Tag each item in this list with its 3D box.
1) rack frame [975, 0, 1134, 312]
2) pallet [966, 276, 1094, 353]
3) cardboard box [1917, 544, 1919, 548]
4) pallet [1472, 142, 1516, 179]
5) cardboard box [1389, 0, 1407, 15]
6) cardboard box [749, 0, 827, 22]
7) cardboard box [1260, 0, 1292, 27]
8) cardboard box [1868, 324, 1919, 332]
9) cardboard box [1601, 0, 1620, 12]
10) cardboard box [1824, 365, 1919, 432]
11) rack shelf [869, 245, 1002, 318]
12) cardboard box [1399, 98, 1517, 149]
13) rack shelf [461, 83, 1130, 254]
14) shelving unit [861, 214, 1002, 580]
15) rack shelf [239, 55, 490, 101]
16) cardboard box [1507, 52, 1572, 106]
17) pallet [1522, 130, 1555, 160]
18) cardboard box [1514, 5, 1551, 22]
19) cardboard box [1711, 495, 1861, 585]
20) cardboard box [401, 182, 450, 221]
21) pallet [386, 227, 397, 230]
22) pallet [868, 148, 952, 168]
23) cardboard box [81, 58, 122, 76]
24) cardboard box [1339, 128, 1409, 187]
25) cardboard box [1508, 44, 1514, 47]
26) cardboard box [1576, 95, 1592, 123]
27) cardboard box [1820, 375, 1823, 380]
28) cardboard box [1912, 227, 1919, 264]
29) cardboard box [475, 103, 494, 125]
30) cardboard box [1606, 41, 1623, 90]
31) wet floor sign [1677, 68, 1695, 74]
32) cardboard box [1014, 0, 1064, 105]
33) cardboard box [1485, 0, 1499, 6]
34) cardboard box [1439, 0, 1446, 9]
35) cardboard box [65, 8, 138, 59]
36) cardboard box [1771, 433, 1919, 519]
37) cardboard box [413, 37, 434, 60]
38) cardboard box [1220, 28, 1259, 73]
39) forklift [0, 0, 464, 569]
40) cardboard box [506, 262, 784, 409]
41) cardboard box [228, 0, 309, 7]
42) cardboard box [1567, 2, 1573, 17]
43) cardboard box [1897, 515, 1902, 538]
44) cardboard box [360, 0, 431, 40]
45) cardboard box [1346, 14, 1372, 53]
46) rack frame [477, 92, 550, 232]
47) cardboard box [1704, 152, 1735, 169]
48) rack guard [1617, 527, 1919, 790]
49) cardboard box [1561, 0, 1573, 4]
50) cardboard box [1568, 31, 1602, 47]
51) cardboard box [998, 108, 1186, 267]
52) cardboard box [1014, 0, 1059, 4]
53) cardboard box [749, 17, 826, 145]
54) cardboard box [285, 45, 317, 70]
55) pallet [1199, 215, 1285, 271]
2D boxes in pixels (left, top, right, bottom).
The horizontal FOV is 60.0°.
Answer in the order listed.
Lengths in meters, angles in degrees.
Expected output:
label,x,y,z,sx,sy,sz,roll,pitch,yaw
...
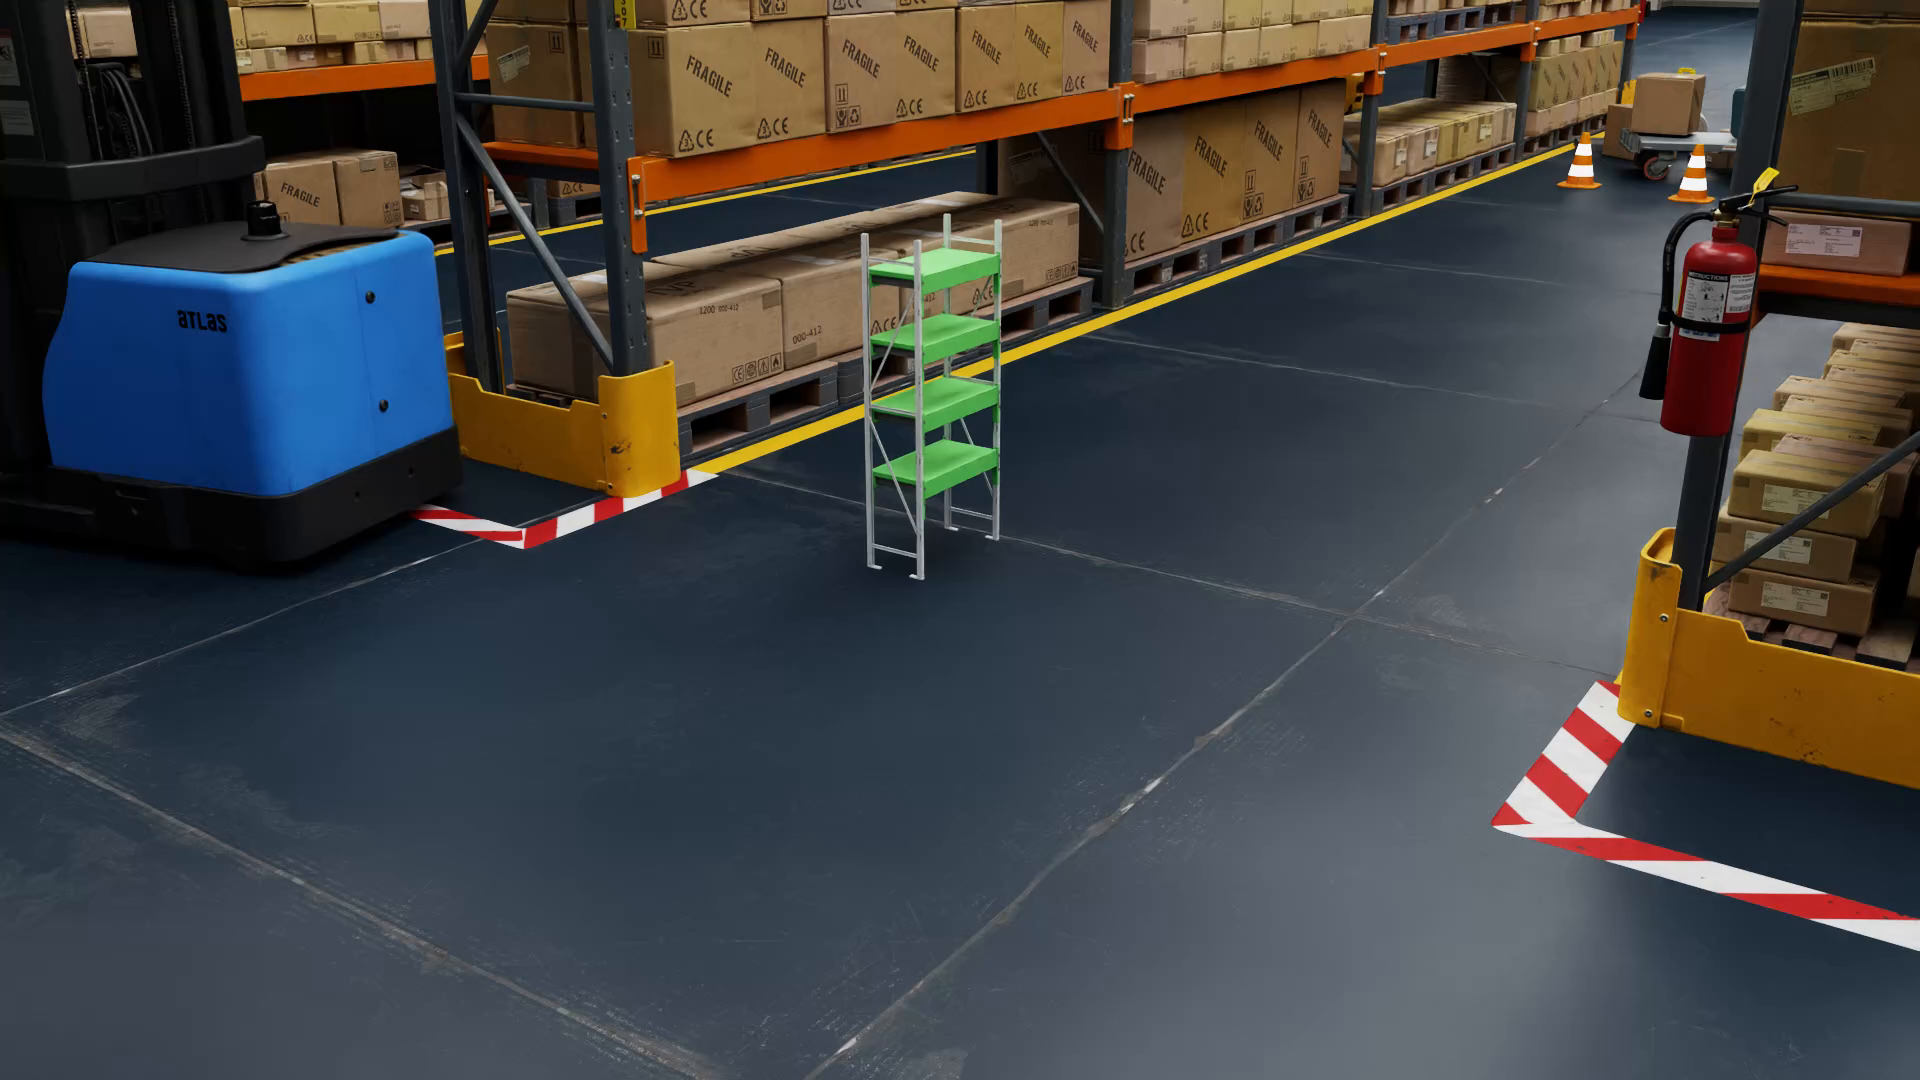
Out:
label,x,y,z,sx,sy,sz,roll,pitch,yaw
rack frame,0.541,-2.885,9.740,1.000,3.000,0.127,13,24,32
pallet,0.048,-1.374,9.675,1.003,0.211,1.213,13,24,32
cardboard box,3.215,0.088,5.208,0.380,0.149,0.250,14,24,32
pallet,4.601,-3.649,15.824,1.003,0.211,1.213,13,24,32
cardboard box,3.312,-4.243,13.169,0.380,0.149,0.250,12,23,29
cardboard box,-0.918,-2.485,7.073,0.500,0.500,0.500,13,24,30
cardboard box,1.879,-3.560,11.062,0.500,0.250,0.500,12,24,30
cardboard box,3.893,-0.800,6.750,0.380,0.149,0.250,13,24,30
cardboard box,6.921,-5.817,18.031,0.380,0.149,0.250,14,24,33
cardboard box,3.303,-0.505,5.952,0.380,0.149,0.250,12,24,30
rack shelf,-0.093,-0.906,5.784,0.258,0.148,0.480,13,24,32
cardboard box,4.745,-3.994,15.920,0.950,0.372,0.625,14,24,33
rack shelf,-0.584,-1.973,8.313,1.077,0.370,4.000,13,24,32
shelving unit,-0.093,-0.515,5.928,0.258,1.200,0.503,13,24,32
rack shelf,-4.691,-2.940,10.928,1.077,0.370,4.000,13,24,32
cardboard box,5.884,-4.712,16.956,0.500,0.500,0.500,14,25,34
pallet,5.386,-4.072,16.969,1.003,0.211,1.213,13,24,32
cardboard box,5.480,-5.090,16.064,0.380,0.149,0.250,13,24,32
cardboard box,2.503,-0.007,5.036,0.380,0.149,0.250,13,24,30
cardboard box,-3.838,-2.447,11.892,0.396,0.266,0.258,14,25,34
pallet,-4.639,-1.995,11.355,1.003,0.211,1.213,13,24,32
pallet,-0.823,-3.920,16.559,1.003,0.211,1.213,13,24,32
cardboard box,-5.180,-2.791,9.849,0.380,0.149,0.250,13,24,31
cardboard box,3.115,-3.157,13.659,0.950,0.372,0.625,11,23,28
cardboard box,6.012,-5.109,18.031,0.500,0.500,0.500,14,24,33
cardboard box,6.467,-4.652,17.877,0.500,0.250,0.500,12,24,30
cardboard box,3.525,-0.528,6.443,0.380,0.149,0.250,13,24,31
cardboard box,2.563,-0.896,4.724,0.380,0.149,0.250,13,24,32
cardboard box,-3.598,-3.342,13.040,0.380,0.149,0.250,12,24,30
cardboard box,7.052,-5.306,18.563,0.500,0.500,0.500,13,24,32
wet floor sign,8.278,-5.069,19.040,0.232,0.644,0.267,-14,25,-33
cardboard box,0.207,-2.600,8.826,0.500,0.500,0.500,13,24,31
cardboard box,4.559,-4.831,14.758,0.380,0.149,0.250,14,24,32
cardboard box,3.874,-4.561,14.027,0.380,0.149,0.250,14,25,34
cardboard box,-5.054,-2.996,9.827,0.500,0.250,0.500,14,24,32
cardboard box,2.720,-0.202,5.133,0.380,0.149,0.250,14,24,33
cardboard box,-3.791,-3.435,11.589,0.380,0.149,0.250,14,24,33
cardboard box,1.597,-3.182,10.759,0.500,0.250,0.500,13,24,31
forklift,-3.566,-1.578,6.307,3.031,2.935,1.130,8,22,20
cardboard box,-1.420,-0.941,7.574,0.875,0.438,0.875,12,24,30
cardboard box,-4.494,-3.633,10.469,0.500,0.500,0.500,14,24,33
cardboard box,5.995,-5.402,16.906,0.380,0.149,0.250,13,24,32
cardboard box,2.975,-0.078,5.657,0.380,0.149,0.250,14,24,32
cardboard box,-3.921,-3.581,11.408,0.500,0.250,0.500,13,24,32
cardboard box,2.720,-3.766,12.340,0.500,0.250,0.500,12,24,30
rack frame,-3.567,-3.852,12.354,1.000,3.000,0.127,13,24,32
cardboard box,7.271,-3.713,15.920,0.258,0.266,0.396,-2,20,-5
rack guard,2.486,0.350,4.598,1.175,0.500,0.348,13,24,32
cardboard box,5.779,-5.587,16.472,0.500,0.500,0.500,13,24,32
cardboard box,6.607,-5.345,17.734,0.380,0.149,0.250,14,25,34
cardboard box,0.823,-2.279,10.559,0.875,0.875,0.875,14,25,33
cardboard box,0.212,-3.067,8.648,0.500,0.500,0.500,13,24,31
cardboard box,-0.939,-2.016,7.248,0.500,0.500,0.500,13,24,31
cardboard box,-4.419,-3.154,10.830,0.380,0.149,0.250,13,24,32
pallet,1.597,-2.164,11.812,1.003,0.211,1.213,13,24,32
